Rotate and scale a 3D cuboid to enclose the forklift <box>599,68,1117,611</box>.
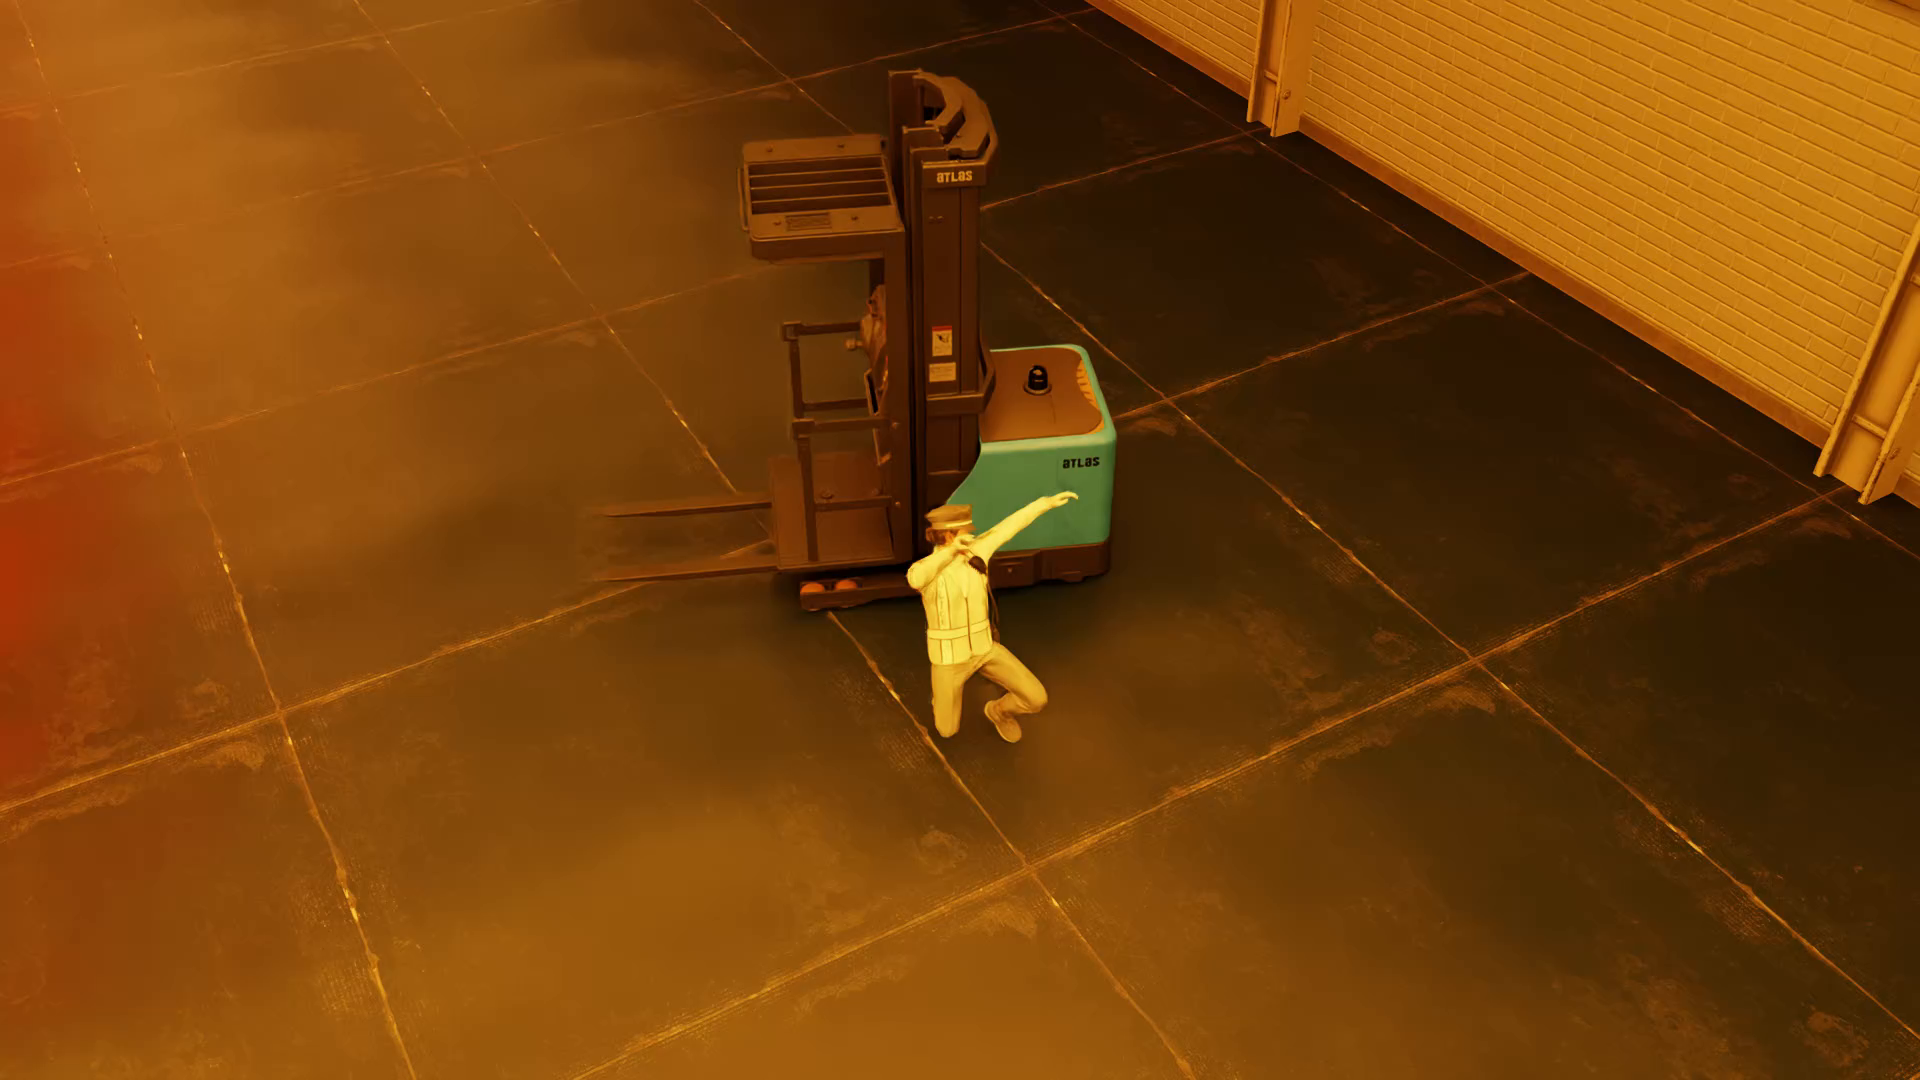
[{"bbox_3d":[-0.654,-1.070,9.327,3.031,2.935,1.130,-5,40,-6],"label":"forklift"}]

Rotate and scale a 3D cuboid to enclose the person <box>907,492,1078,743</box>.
[{"bbox_3d":[0.198,0.417,8.629,0.997,1.555,0.818,-17,43,-20],"label":"person"}]
